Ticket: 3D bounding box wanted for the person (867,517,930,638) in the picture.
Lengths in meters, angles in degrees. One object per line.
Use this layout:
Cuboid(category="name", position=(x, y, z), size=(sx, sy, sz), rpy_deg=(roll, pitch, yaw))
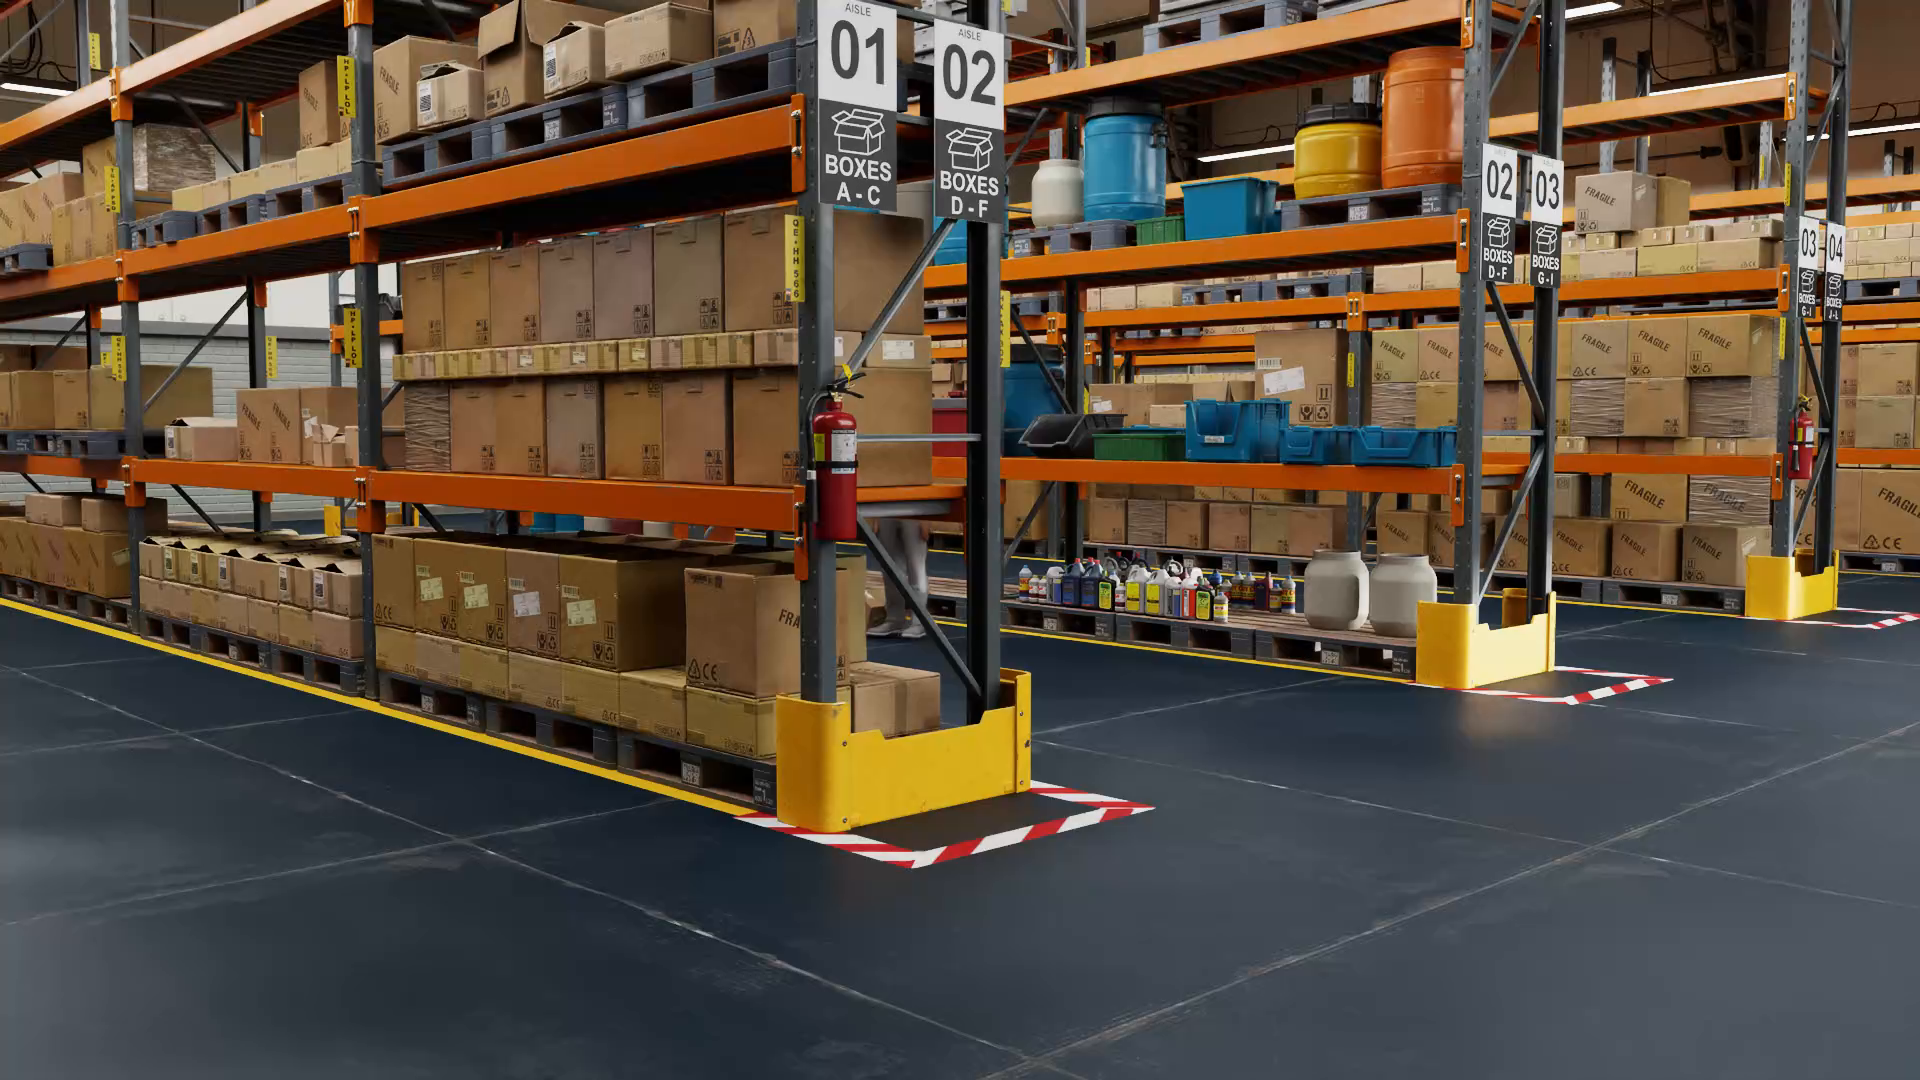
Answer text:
Cuboid(category="person", position=(-0.441, -0.132, 11.955), size=(0.548, 1.683, 0.427), rpy_deg=(2, 5, 30))
